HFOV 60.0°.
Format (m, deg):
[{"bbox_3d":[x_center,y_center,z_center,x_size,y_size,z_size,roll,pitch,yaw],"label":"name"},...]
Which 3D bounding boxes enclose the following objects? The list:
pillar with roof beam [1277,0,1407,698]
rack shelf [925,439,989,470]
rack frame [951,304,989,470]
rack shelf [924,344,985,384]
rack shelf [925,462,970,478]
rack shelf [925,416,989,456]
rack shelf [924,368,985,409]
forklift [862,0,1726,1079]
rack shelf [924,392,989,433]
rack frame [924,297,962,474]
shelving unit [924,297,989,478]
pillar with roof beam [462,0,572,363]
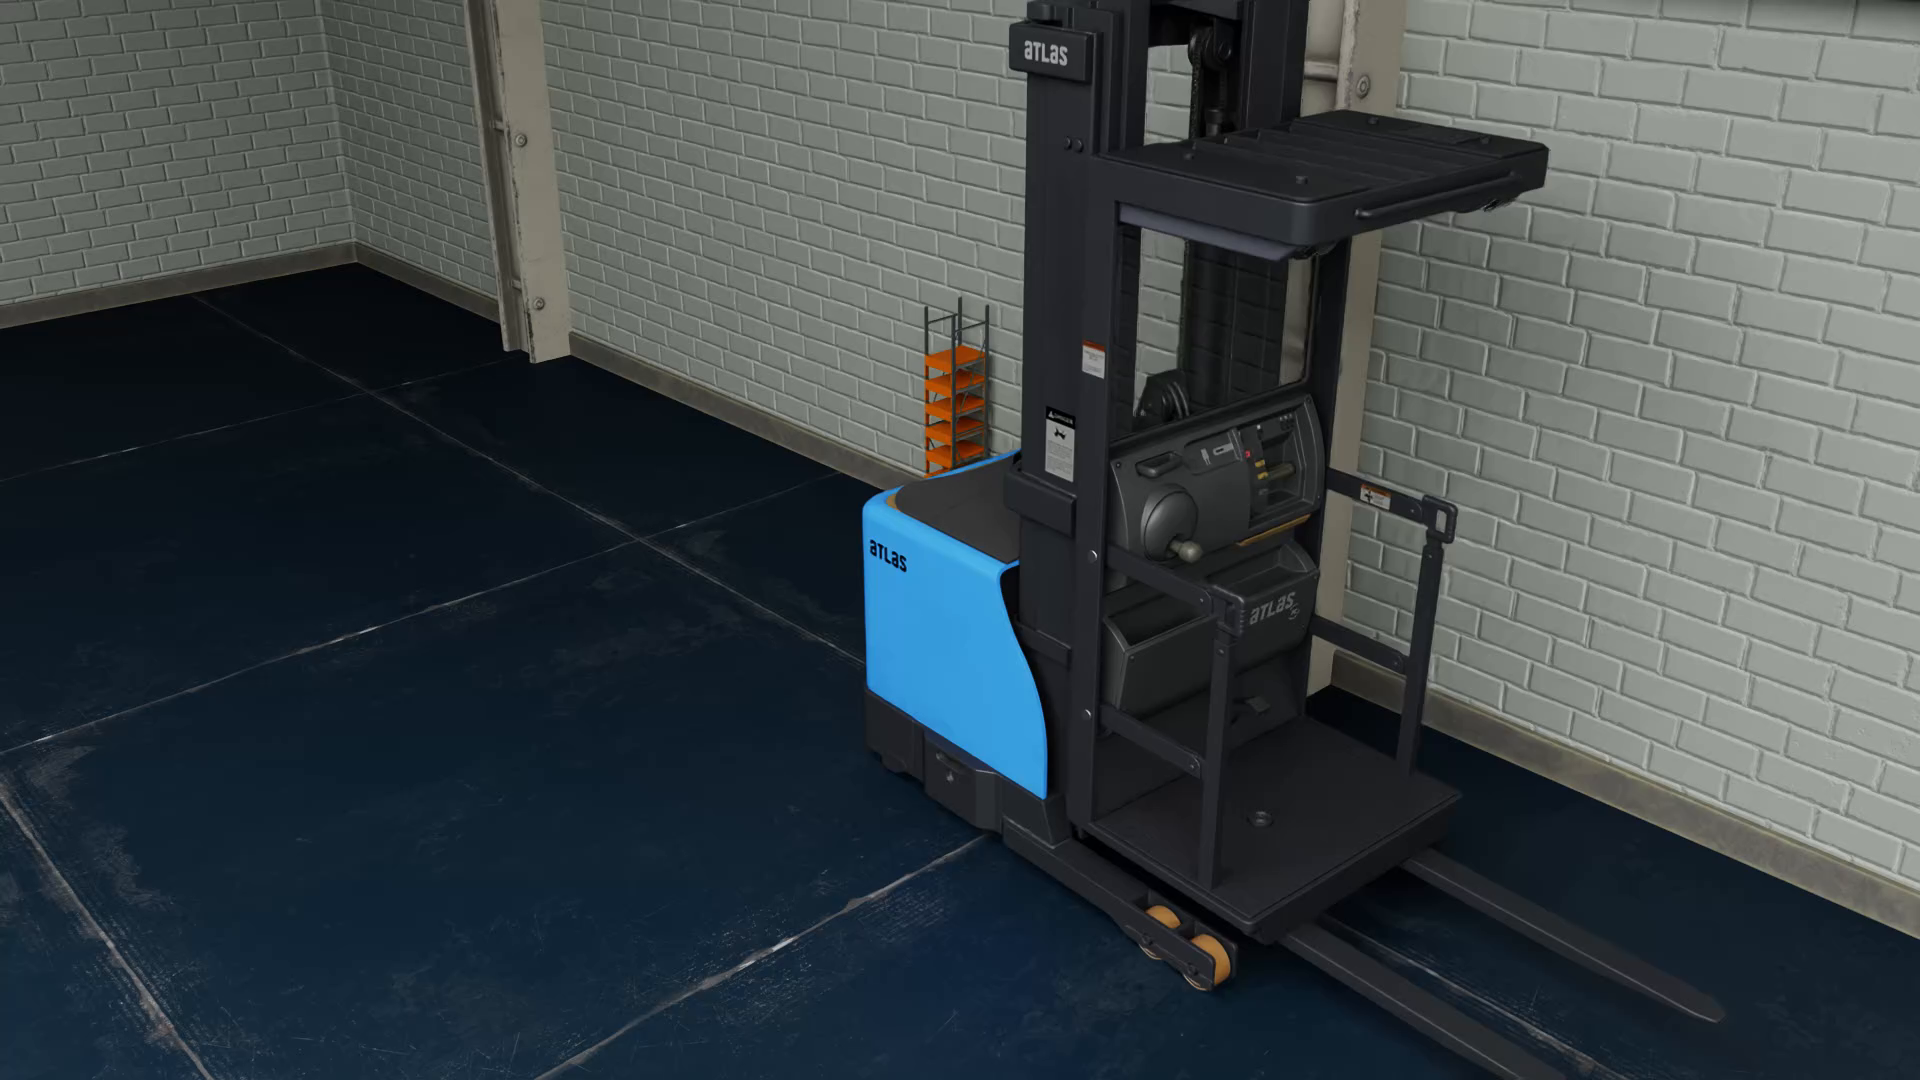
[{"bbox_3d":[-1.820,-2.300,2.449,9.100,9.000,0.400,-21,32,-38],"label":"pillar with roof beam"},{"bbox_3d":[-0.015,-0.397,8.072,0.258,0.103,0.180,-22,32,-39],"label":"rack shelf"},{"bbox_3d":[0.049,-0.520,7.944,0.240,1.200,0.006,-22,32,-39],"label":"rack frame"},{"bbox_3d":[-0.015,-0.834,7.872,0.258,0.103,0.180,-22,32,-39],"label":"rack shelf"},{"bbox_3d":[-0.015,-0.288,8.121,0.258,0.103,0.180,-22,32,-39],"label":"rack shelf"},{"bbox_3d":[-0.015,-0.507,8.022,0.258,0.103,0.180,-22,32,-39],"label":"rack shelf"},{"bbox_3d":[-0.015,-0.725,7.922,0.258,0.103,0.180,-22,32,-39],"label":"rack shelf"},{"bbox_3d":[0.962,-0.170,5.091,1.130,2.935,3.031,-19,31,-36],"label":"forklift"},{"bbox_3d":[-0.015,-0.616,7.972,0.258,0.103,0.180,-22,32,-39],"label":"rack shelf"},{"bbox_3d":[-0.079,-0.574,8.063,0.240,1.200,0.006,-22,32,-39],"label":"rack frame"},{"bbox_3d":[-0.015,-0.547,8.003,0.258,1.200,0.189,-22,32,-39],"label":"shelving unit"},{"bbox_3d":[-5.921,-4.117,6.433,9.100,9.000,0.400,-21,32,-38],"label":"pillar with roof beam"}]
